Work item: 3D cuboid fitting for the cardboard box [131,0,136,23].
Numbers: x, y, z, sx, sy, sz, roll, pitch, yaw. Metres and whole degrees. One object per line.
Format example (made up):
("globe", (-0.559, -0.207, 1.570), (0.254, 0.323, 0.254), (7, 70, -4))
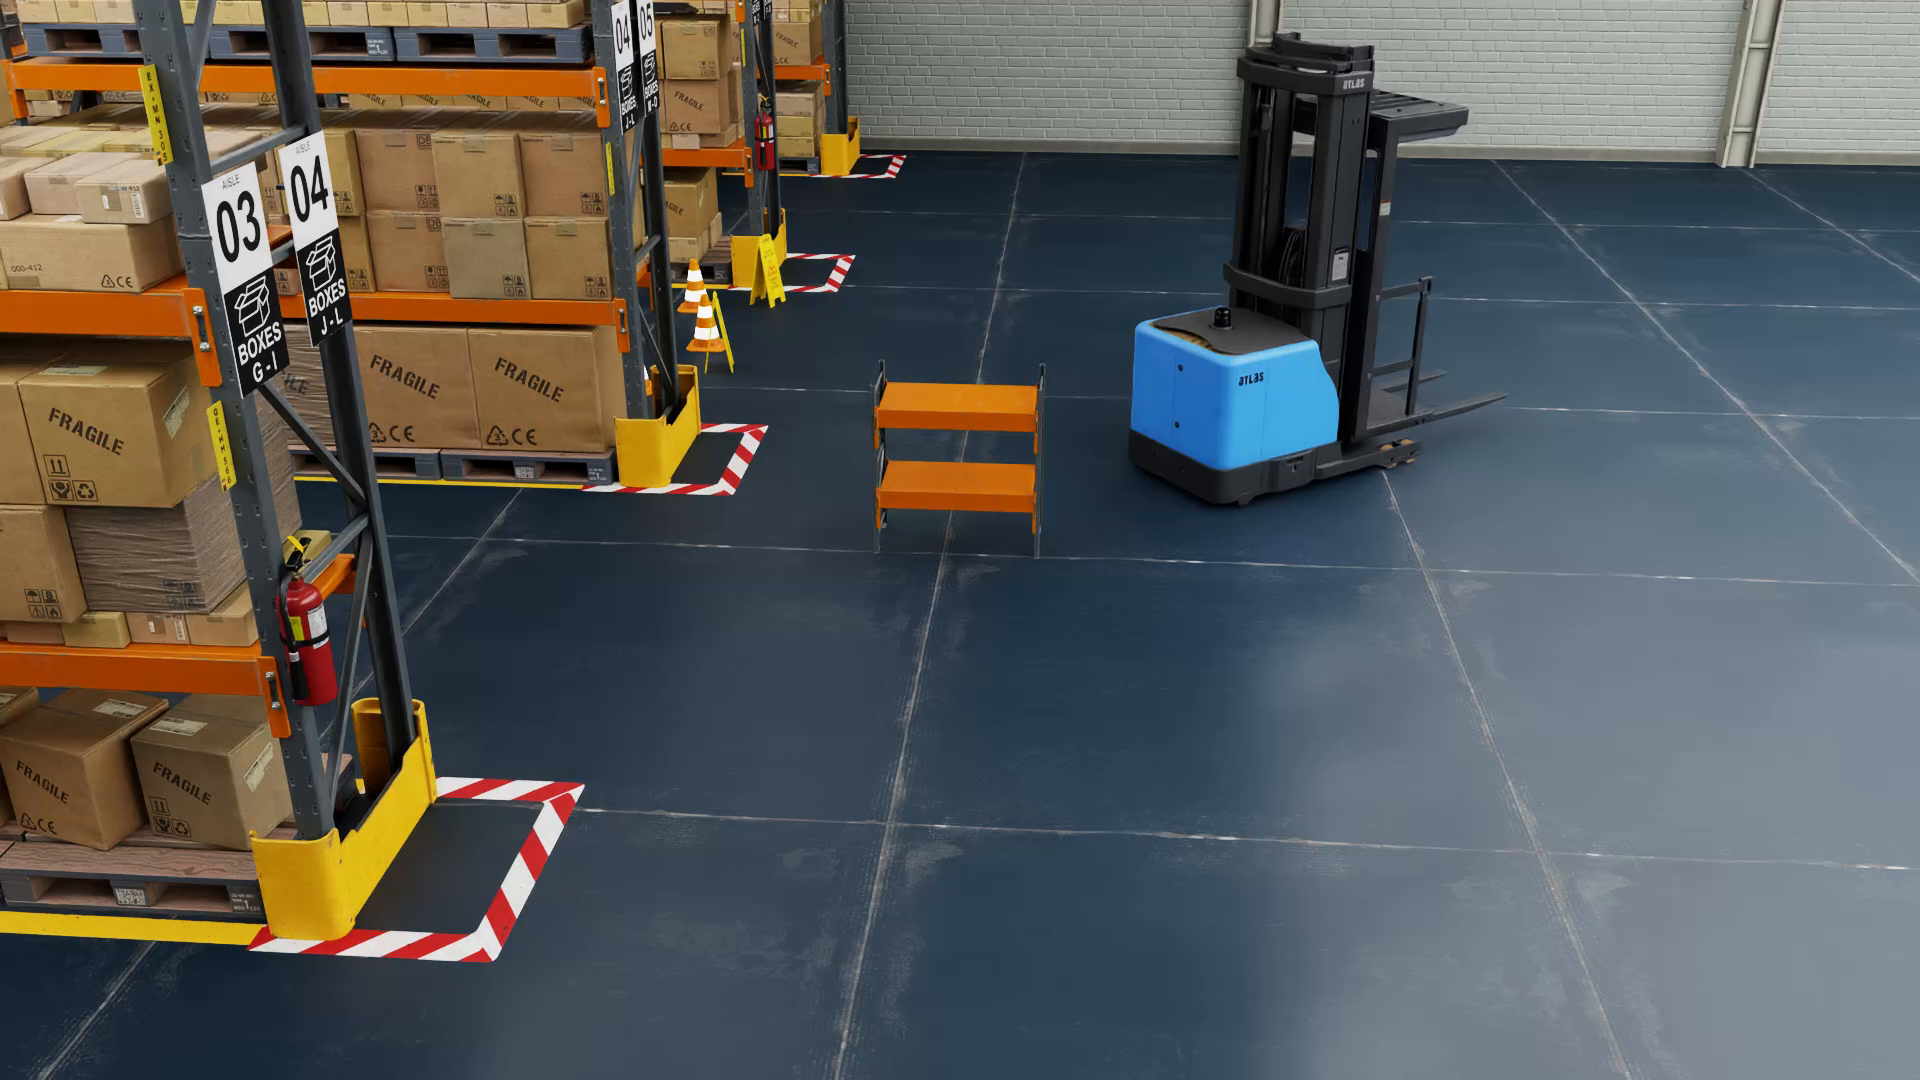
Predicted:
("cardboard box", (-5.081, -3.406, 10.653), (0.250, 0.149, 0.380), (1, 25, 3))

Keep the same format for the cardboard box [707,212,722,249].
("cardboard box", (-2.692, -3.120, 16.728), (0.500, 0.250, 0.500), (2, 25, 4))

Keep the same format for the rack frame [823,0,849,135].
("rack frame", (-1.532, -6.106, 20.431), (0.127, 3.000, 1.000), (2, 25, 4))

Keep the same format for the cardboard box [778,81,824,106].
("cardboard box", (-1.997, -5.596, 20.914), (0.500, 0.250, 0.500), (1, 25, 3))

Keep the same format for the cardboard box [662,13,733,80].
("cardboard box", (-2.434, -4.597, 15.481), (0.500, 0.500, 0.700), (1, 25, 3))

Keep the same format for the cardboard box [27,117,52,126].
("cardboard box", (-6.670, -2.612, 11.522), (0.500, 0.500, 0.700), (1, 25, 3))

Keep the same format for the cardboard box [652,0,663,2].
("cardboard box", (-3.685, -6.567, 20.181), (0.250, 0.149, 0.380), (2, 25, 4))

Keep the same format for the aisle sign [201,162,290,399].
("aisle sign", (-2.628, -0.961, 6.139), (0.004, 0.787, 0.394), (2, 25, 4))

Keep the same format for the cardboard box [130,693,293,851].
("cardboard box", (-3.288, 1.011, 7.452), (0.500, 0.500, 0.500), (6, 25, 14))

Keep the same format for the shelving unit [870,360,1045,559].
("shelving unit", (-0.007, -0.511, 10.515), (1.048, 1.125, 0.538), (2, 25, 4))

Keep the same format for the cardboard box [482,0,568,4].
("cardboard box", (-2.696, -3.536, 10.459), (0.500, 0.250, 0.500), (2, 25, 5))

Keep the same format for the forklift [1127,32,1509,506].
("forklift", (2.711, -2.013, 11.619), (3.031, 2.935, 1.130), (-15, 29, -29))

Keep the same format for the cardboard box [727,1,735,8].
("cardboard box", (-2.659, -6.536, 20.114), (0.250, 0.149, 0.380), (2, 25, 4))

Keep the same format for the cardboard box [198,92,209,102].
("cardboard box", (-7.383, -4.490, 15.941), (0.500, 0.500, 0.500), (3, 25, 6))

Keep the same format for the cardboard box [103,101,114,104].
("cardboard box", (-8.223, -4.245, 16.186), (0.250, 0.149, 0.380), (3, 25, 6))

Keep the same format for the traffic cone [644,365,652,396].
("traffic cone", (-2.607, -1.427, 13.298), (0.334, 0.463, 0.336), (2, 25, 4))

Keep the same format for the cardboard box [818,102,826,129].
("cardboard box", (-1.985, -5.376, 21.034), (0.500, 0.250, 0.500), (2, 25, 5))

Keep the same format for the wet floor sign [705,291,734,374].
("wet floor sign", (-2.006, -1.725, 13.728), (0.232, 0.644, 0.267), (-2, 25, -5))

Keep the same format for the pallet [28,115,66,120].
("pallet", (-9.166, -4.227, 16.578), (1.003, 0.211, 1.213), (2, 25, 4))

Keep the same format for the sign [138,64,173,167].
("sign", (-2.730, -1.441, 5.645), (0.005, 0.325, 0.100), (2, 25, 4))

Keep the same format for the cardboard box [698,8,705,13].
("cardboard box", (-3.180, -6.371, 20.112), (0.250, 0.149, 0.380), (2, 25, 4))

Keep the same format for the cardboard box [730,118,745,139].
("cardboard box", (-2.231, -4.020, 16.199), (0.250, 0.149, 0.380), (2, 25, 4))

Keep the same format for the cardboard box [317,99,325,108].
("cardboard box", (-6.424, -4.391, 16.502), (0.250, 0.149, 0.380), (2, 25, 5))

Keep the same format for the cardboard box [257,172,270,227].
("cardboard box", (-3.128, -1.324, 6.631), (0.500, 0.250, 0.500), (3, 25, 6))

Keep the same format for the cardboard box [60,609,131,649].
("cardboard box", (-3.469, 0.290, 6.833), (0.250, 0.149, 0.380), (2, 25, 4))

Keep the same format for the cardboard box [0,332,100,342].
("cardboard box", (-3.693, -0.692, 6.993), (0.500, 0.500, 0.500), (2, 25, 4))

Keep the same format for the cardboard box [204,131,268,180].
("cardboard box", (-2.924, -1.487, 6.508), (0.250, 0.149, 0.380), (2, 25, 4))

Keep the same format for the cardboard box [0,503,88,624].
("cardboard box", (-3.721, -0.082, 6.865), (0.500, 0.500, 0.875), (2, 25, 4))

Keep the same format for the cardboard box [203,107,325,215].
("cardboard box", (-4.724, -2.587, 11.314), (0.550, 0.550, 0.875), (2, 25, 4))

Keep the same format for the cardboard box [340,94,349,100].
("cardboard box", (-7.564, -5.409, 21.255), (0.625, 0.625, 0.875), (1, 25, 2))

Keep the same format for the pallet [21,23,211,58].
("pallet", (-5.360, -3.390, 11.048), (1.213, 0.211, 1.003), (2, 25, 4))

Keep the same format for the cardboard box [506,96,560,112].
("cardboard box", (-3.972, -4.180, 15.769), (0.500, 0.500, 0.500), (2, 25, 5))

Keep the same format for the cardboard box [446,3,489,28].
("cardboard box", (-3.051, -3.341, 10.513), (0.250, 0.149, 0.380), (2, 25, 5))

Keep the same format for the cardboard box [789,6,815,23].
("cardboard box", (-1.899, -6.340, 20.045), (0.250, 0.149, 0.380), (2, 25, 5))

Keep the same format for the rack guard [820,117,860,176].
("rack guard", (-1.508, -4.970, 20.952), (0.348, 0.500, 1.175), (2, 25, 4))

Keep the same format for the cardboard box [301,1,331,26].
("cardboard box", (-4.065, -3.374, 10.584), (0.250, 0.149, 0.380), (2, 25, 5))

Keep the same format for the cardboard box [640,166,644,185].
("cardboard box", (-3.098, -3.515, 15.914), (0.250, 0.149, 0.380), (3, 25, 6))

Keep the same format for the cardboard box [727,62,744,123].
("cardboard box", (-2.359, -4.348, 16.136), (0.500, 0.500, 0.500), (1, 25, 3))

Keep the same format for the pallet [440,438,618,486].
("pallet", (-2.990, -0.697, 12.012), (1.213, 0.211, 1.003), (2, 25, 4))

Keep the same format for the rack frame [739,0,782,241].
("rack frame", (-1.908, -4.037, 15.935), (0.127, 3.000, 1.000), (2, 25, 4))

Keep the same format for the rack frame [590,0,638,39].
("rack frame", (-2.187, -4.696, 10.190), (0.127, 3.000, 1.000), (2, 25, 4))

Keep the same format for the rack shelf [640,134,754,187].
("rack shelf", (-3.903, -3.774, 16.224), (4.000, 0.370, 1.077), (2, 25, 4))

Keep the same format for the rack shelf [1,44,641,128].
("rack shelf", (-4.181, -3.071, 11.107), (4.000, 0.370, 1.077), (2, 25, 4))

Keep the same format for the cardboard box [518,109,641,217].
("cardboard box", (-2.554, -2.557, 11.248), (0.550, 0.550, 0.875), (2, 25, 4))

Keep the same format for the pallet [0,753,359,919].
("pallet", (-3.550, 1.317, 7.635), (1.213, 0.211, 1.003), (2, 25, 4))

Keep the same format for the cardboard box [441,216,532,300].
("cardboard box", (-3.110, -2.040, 11.416), (0.550, 0.550, 0.875), (2, 25, 4))

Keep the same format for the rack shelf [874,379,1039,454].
("rack shelf", (-0.007, -0.777, 10.393), (1.000, 0.278, 0.538), (2, 25, 4))

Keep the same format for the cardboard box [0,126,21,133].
("cardboard box", (-3.944, -1.541, 6.624), (0.250, 0.149, 0.380), (2, 25, 4))
